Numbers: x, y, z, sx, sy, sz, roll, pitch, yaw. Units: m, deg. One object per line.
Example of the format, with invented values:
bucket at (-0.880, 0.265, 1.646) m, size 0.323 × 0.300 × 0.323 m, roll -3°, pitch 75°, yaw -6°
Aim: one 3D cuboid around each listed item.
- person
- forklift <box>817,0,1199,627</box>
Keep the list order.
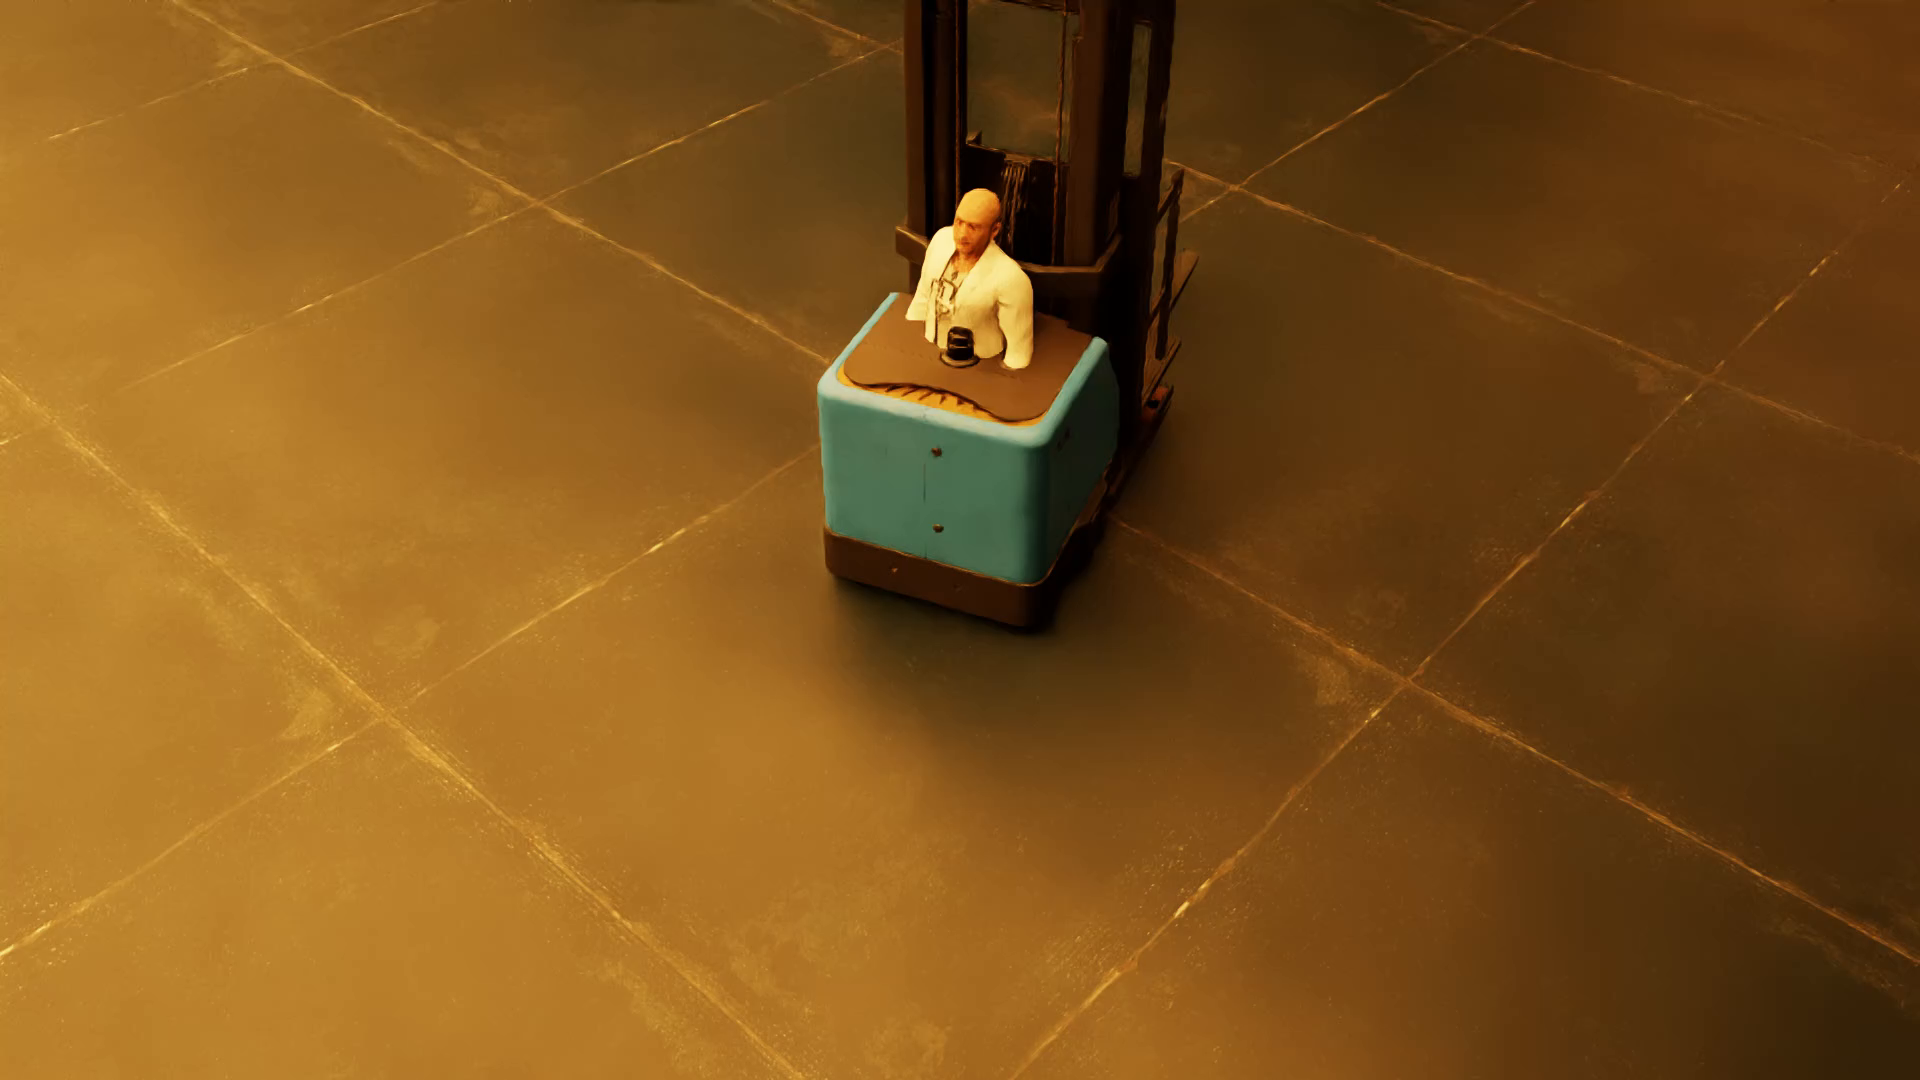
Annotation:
person at (-0.065, -0.639, 7.047) m, size 0.694 × 1.776 × 0.579 m, roll 31°, pitch 49°, yaw 31°
forklift at (0.428, -1.705, 7.415) m, size 1.130 × 2.935 × 3.031 m, roll 15°, pitch 43°, yaw 17°
